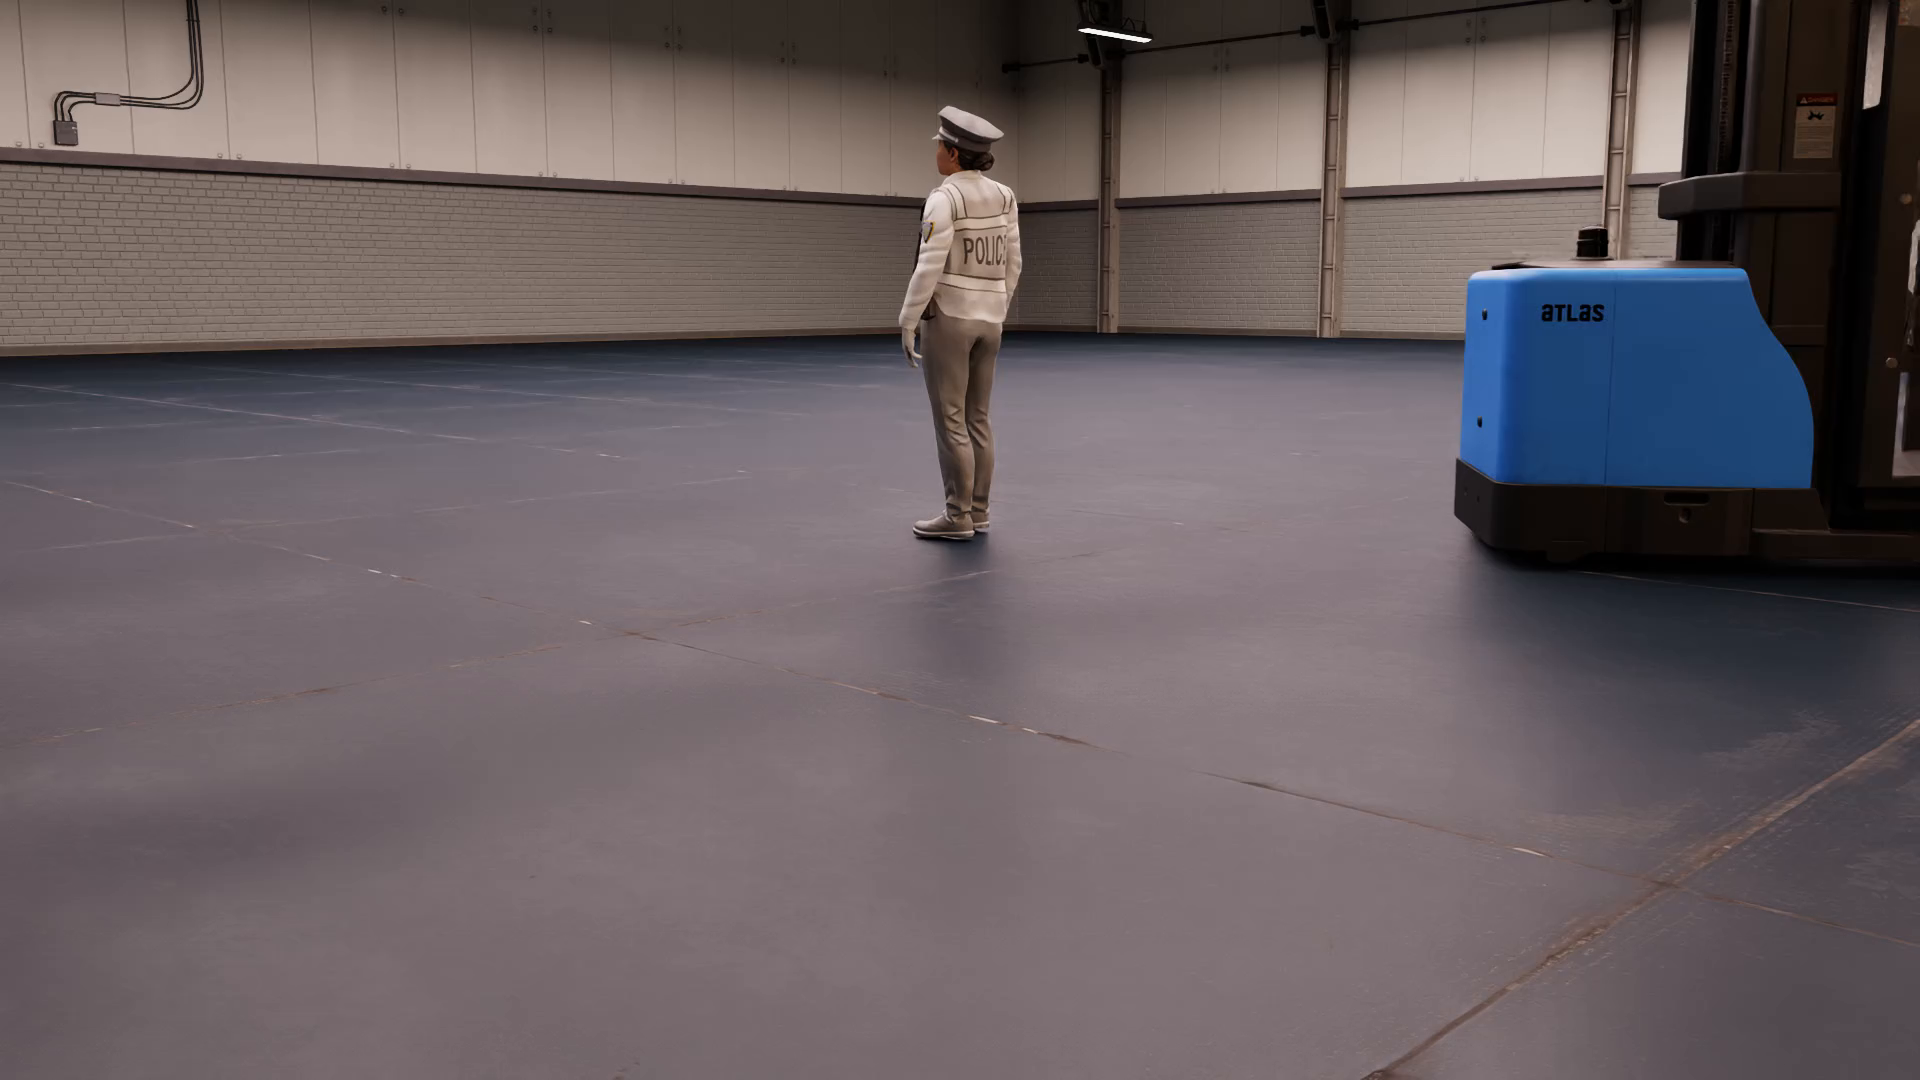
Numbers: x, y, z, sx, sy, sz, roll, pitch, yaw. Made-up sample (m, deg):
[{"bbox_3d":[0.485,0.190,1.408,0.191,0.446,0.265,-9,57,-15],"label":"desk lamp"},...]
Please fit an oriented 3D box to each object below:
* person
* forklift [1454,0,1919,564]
[{"bbox_3d":[-0.044,-0.853,6.641,0.533,1.696,0.588,8,12,43],"label":"person"},{"bbox_3d":[3.496,-1.387,6.084,3.031,2.935,1.130,1,9,8],"label":"forklift"}]
